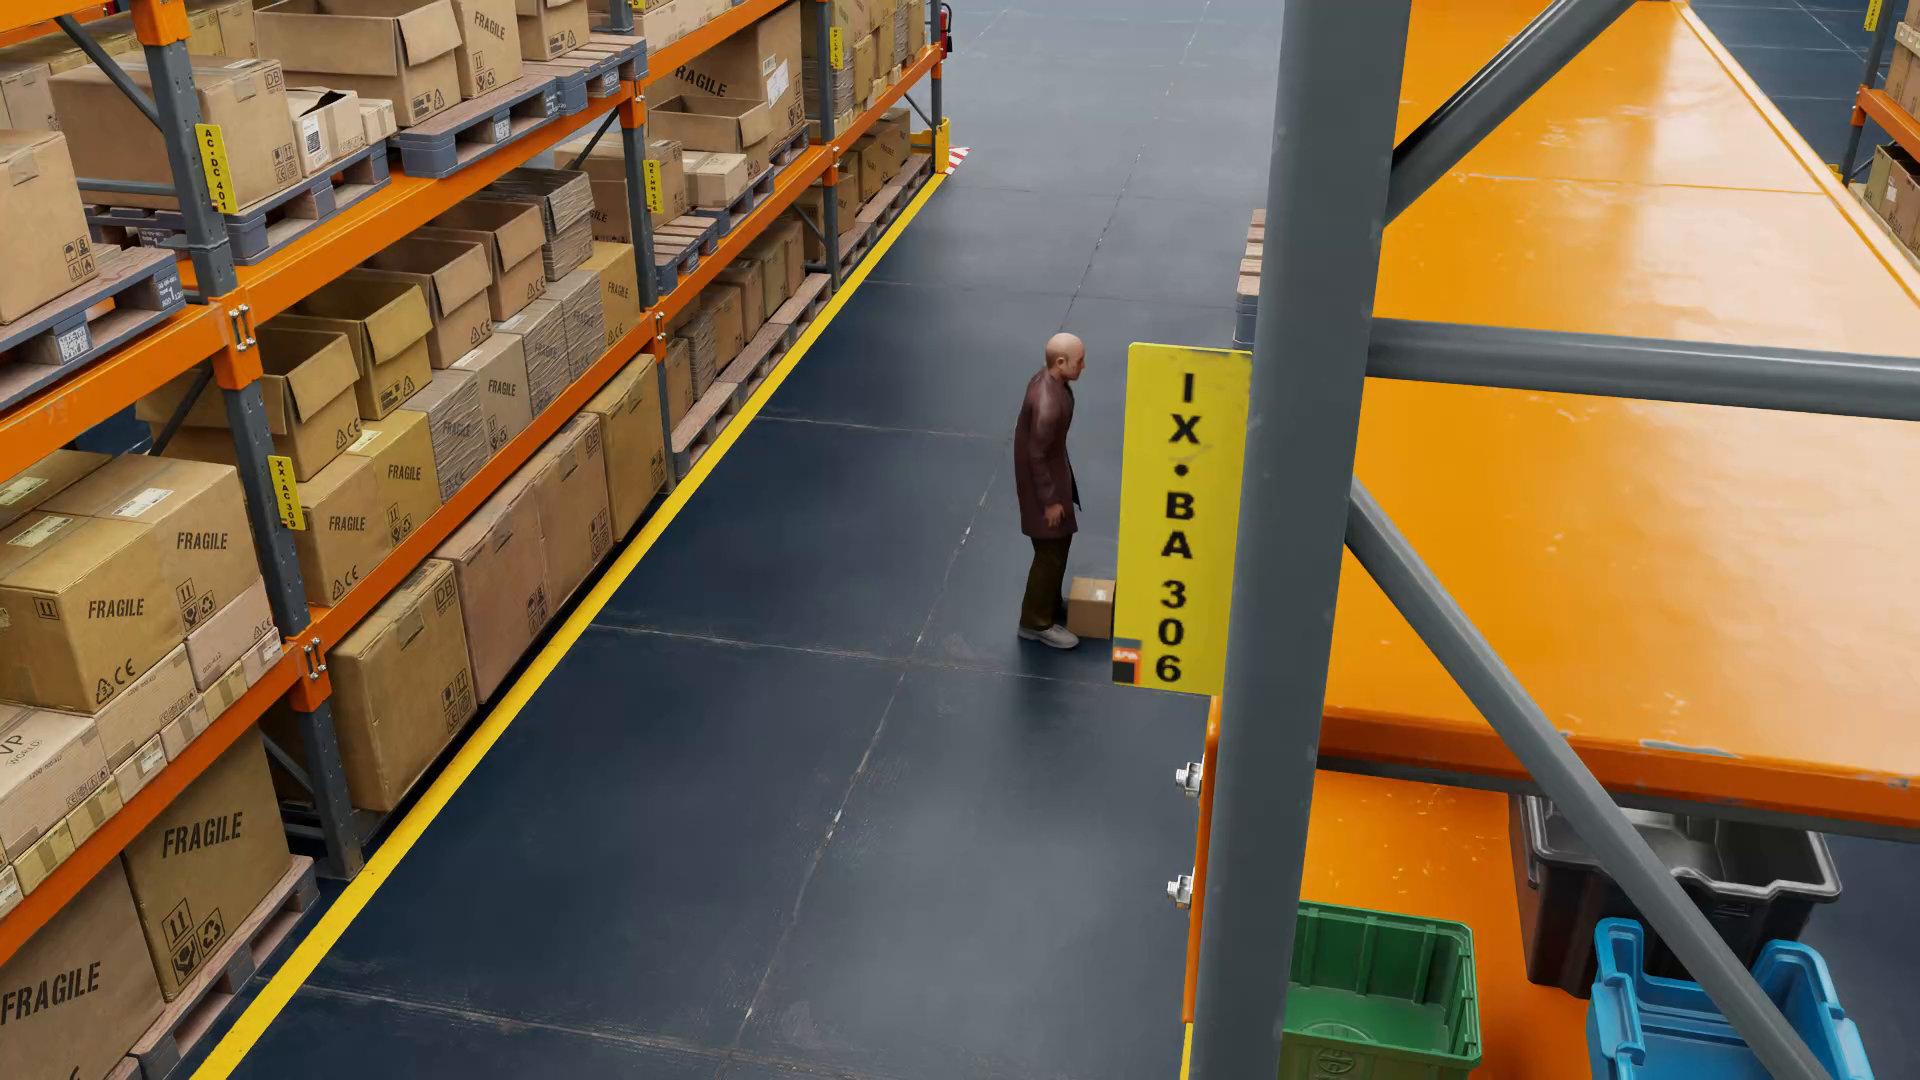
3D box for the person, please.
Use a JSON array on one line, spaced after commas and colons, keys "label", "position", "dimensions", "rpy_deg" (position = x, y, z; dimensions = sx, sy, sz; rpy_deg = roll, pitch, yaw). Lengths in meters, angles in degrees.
[{"label": "person", "position": [0.507, -0.302, 9.199], "dimensions": [0.427, 1.773, 0.631], "rpy_deg": [5, 29, 9]}]
